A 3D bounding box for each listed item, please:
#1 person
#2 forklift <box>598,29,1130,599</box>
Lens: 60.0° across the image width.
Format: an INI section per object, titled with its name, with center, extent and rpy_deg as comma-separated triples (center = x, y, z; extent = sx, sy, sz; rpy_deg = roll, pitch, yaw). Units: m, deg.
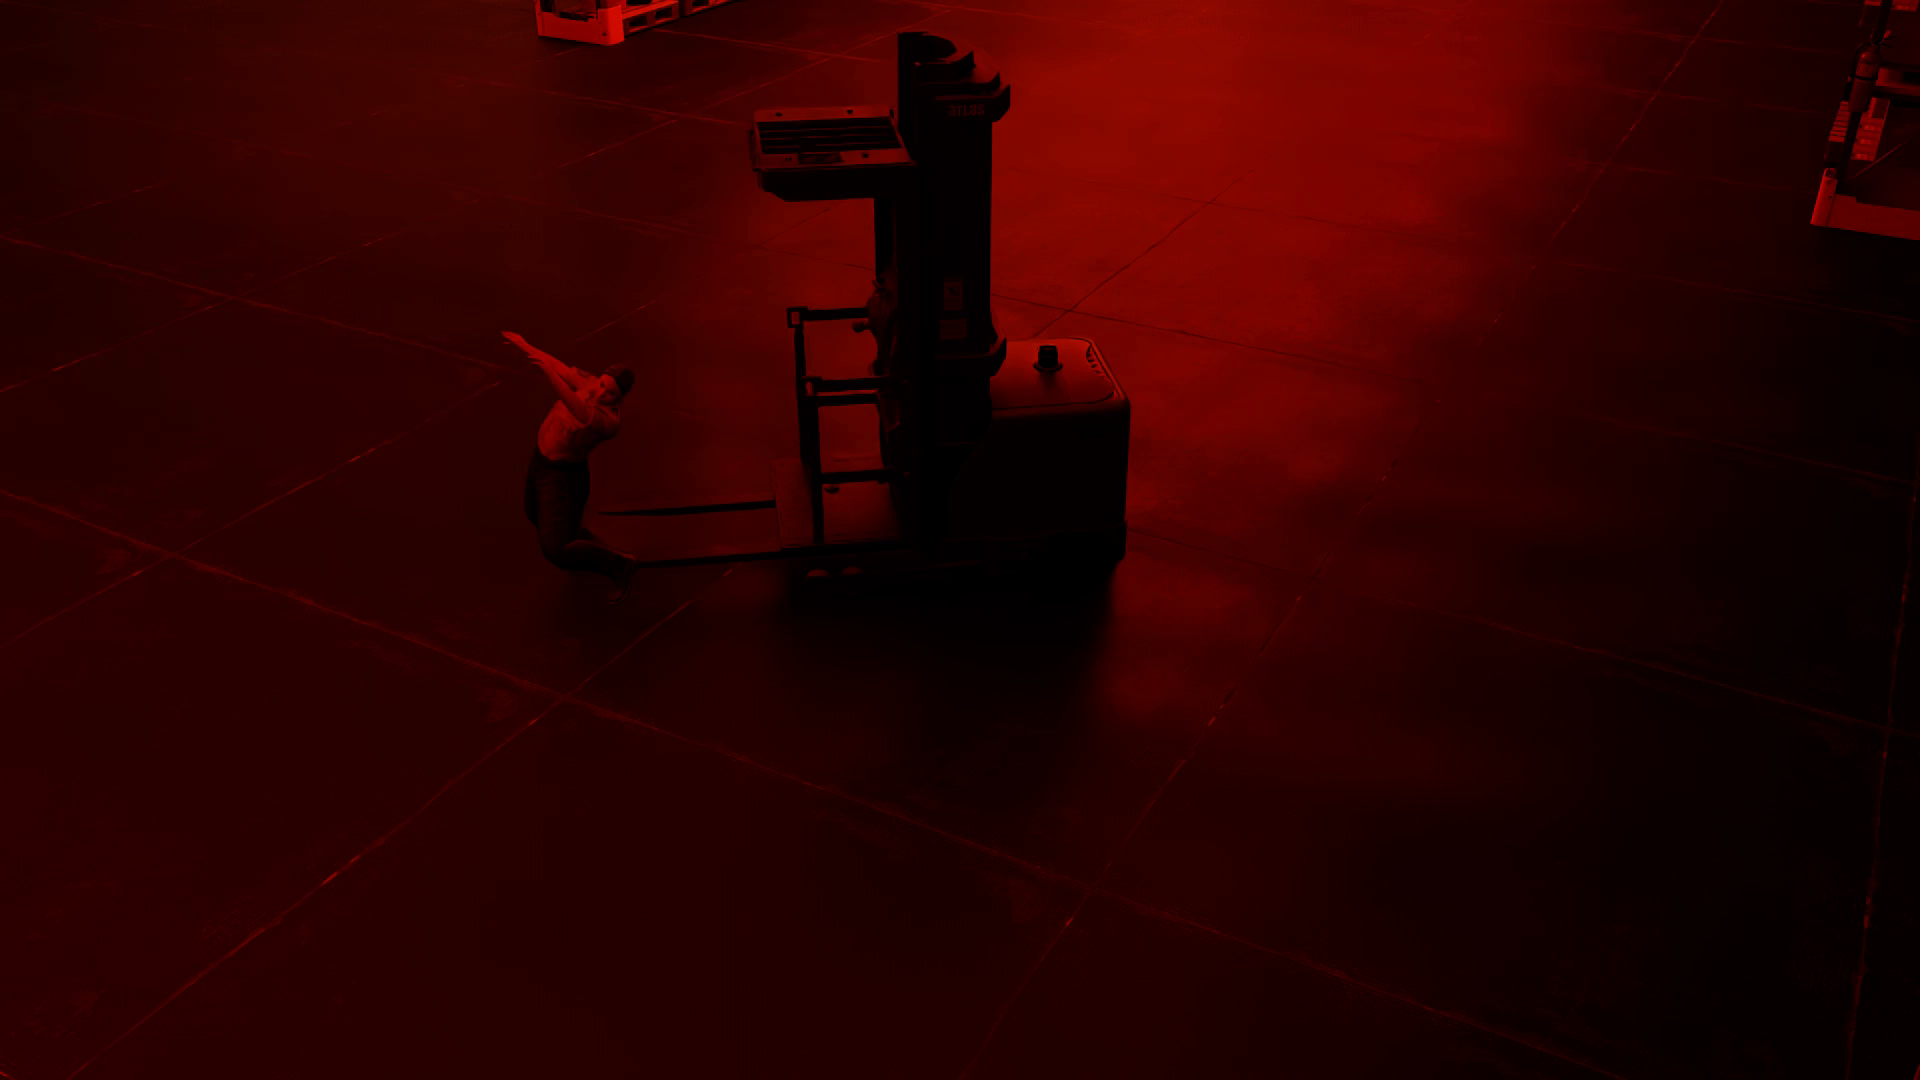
[person]
center = -2.136, -0.485, 9.243
extent = 0.649, 1.560, 0.955
rpy_deg = -13, 32, -22
[forklift]
center = -0.603, -1.220, 9.184
extent = 3.031, 2.935, 1.130
rpy_deg = -5, 30, -8
